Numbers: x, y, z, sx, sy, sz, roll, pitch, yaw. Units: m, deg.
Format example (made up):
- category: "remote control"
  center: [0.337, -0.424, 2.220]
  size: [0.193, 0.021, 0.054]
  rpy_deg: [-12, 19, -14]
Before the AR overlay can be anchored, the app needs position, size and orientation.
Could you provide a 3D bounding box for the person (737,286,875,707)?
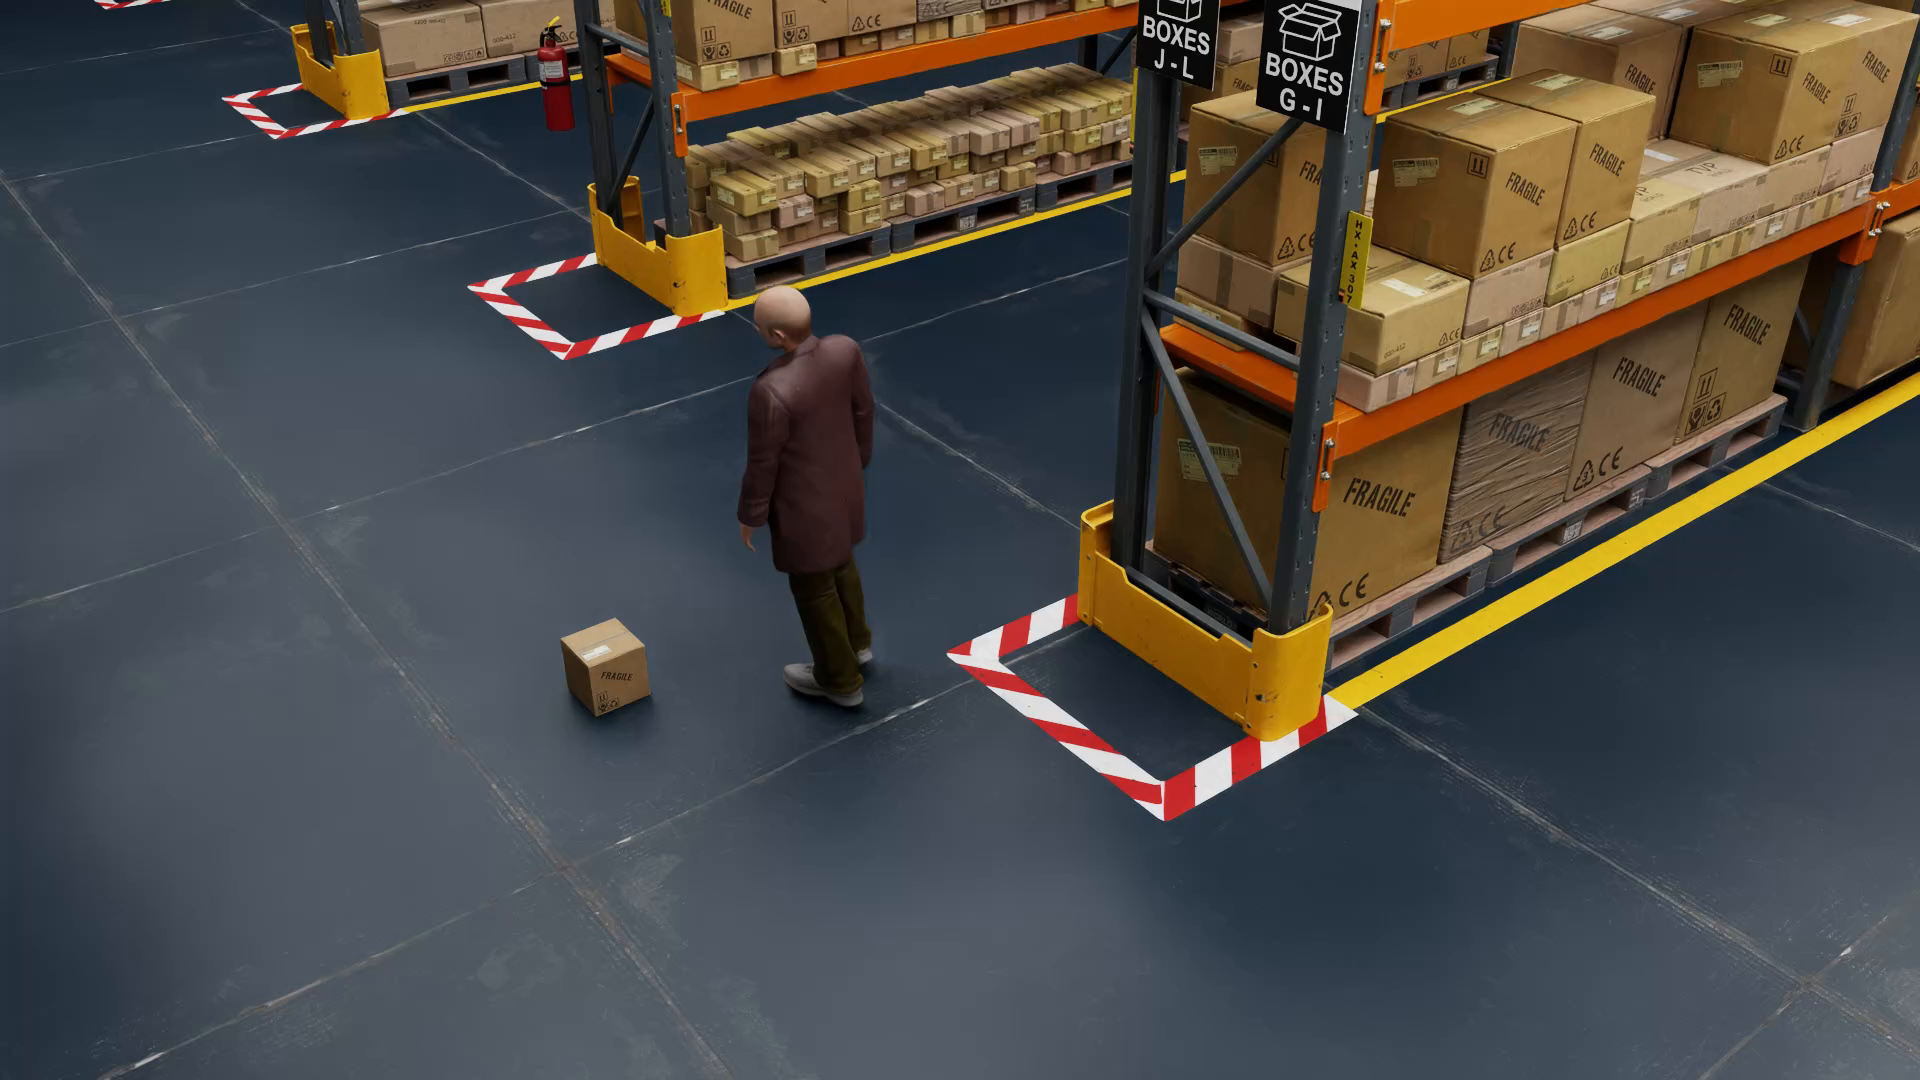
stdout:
- category: "person"
  center: [-0.557, -0.153, 6.402]
  size: [0.456, 1.818, 0.652]
  rpy_deg: [23, 38, 32]
